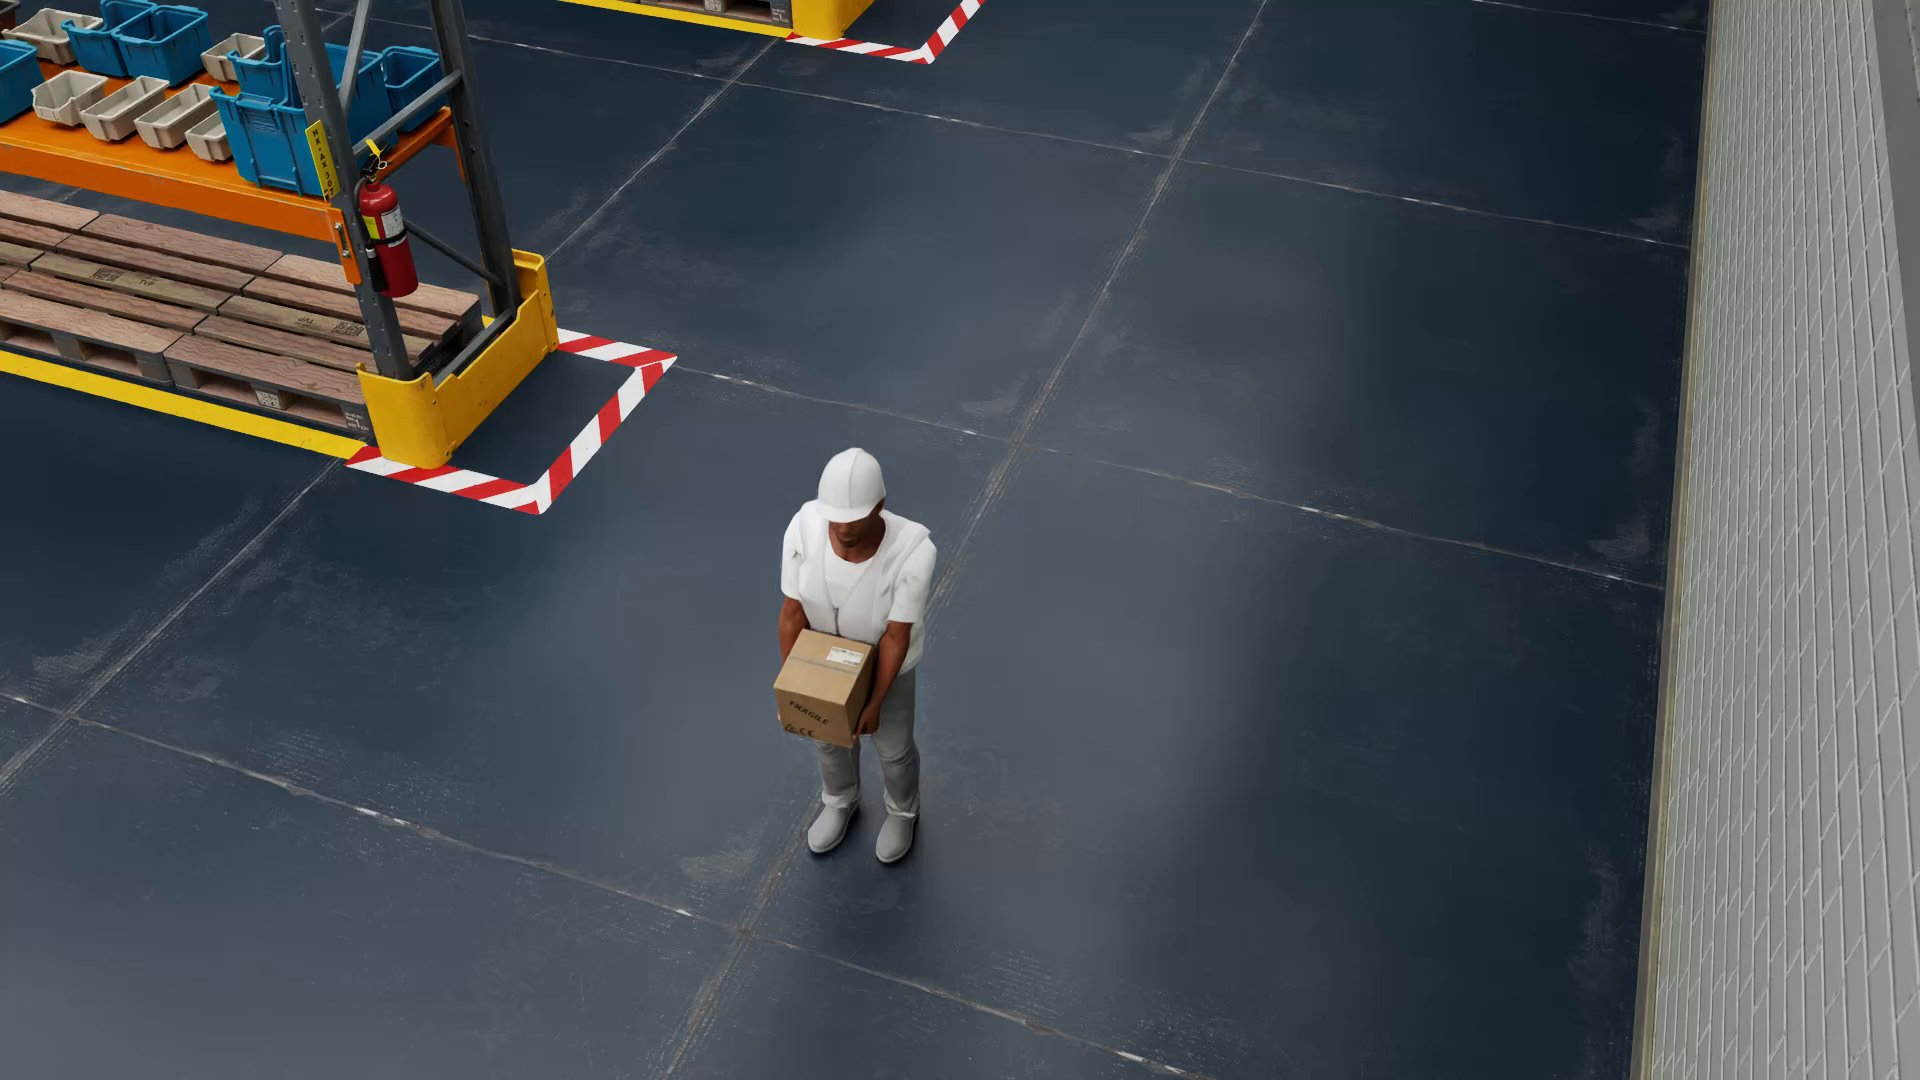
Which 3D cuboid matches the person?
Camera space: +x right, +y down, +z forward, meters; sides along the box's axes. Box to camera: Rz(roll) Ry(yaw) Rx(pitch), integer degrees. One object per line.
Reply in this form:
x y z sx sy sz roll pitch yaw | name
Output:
-0.361 0.452 5.628 0.505 1.761 0.576 13 43 14 | person
